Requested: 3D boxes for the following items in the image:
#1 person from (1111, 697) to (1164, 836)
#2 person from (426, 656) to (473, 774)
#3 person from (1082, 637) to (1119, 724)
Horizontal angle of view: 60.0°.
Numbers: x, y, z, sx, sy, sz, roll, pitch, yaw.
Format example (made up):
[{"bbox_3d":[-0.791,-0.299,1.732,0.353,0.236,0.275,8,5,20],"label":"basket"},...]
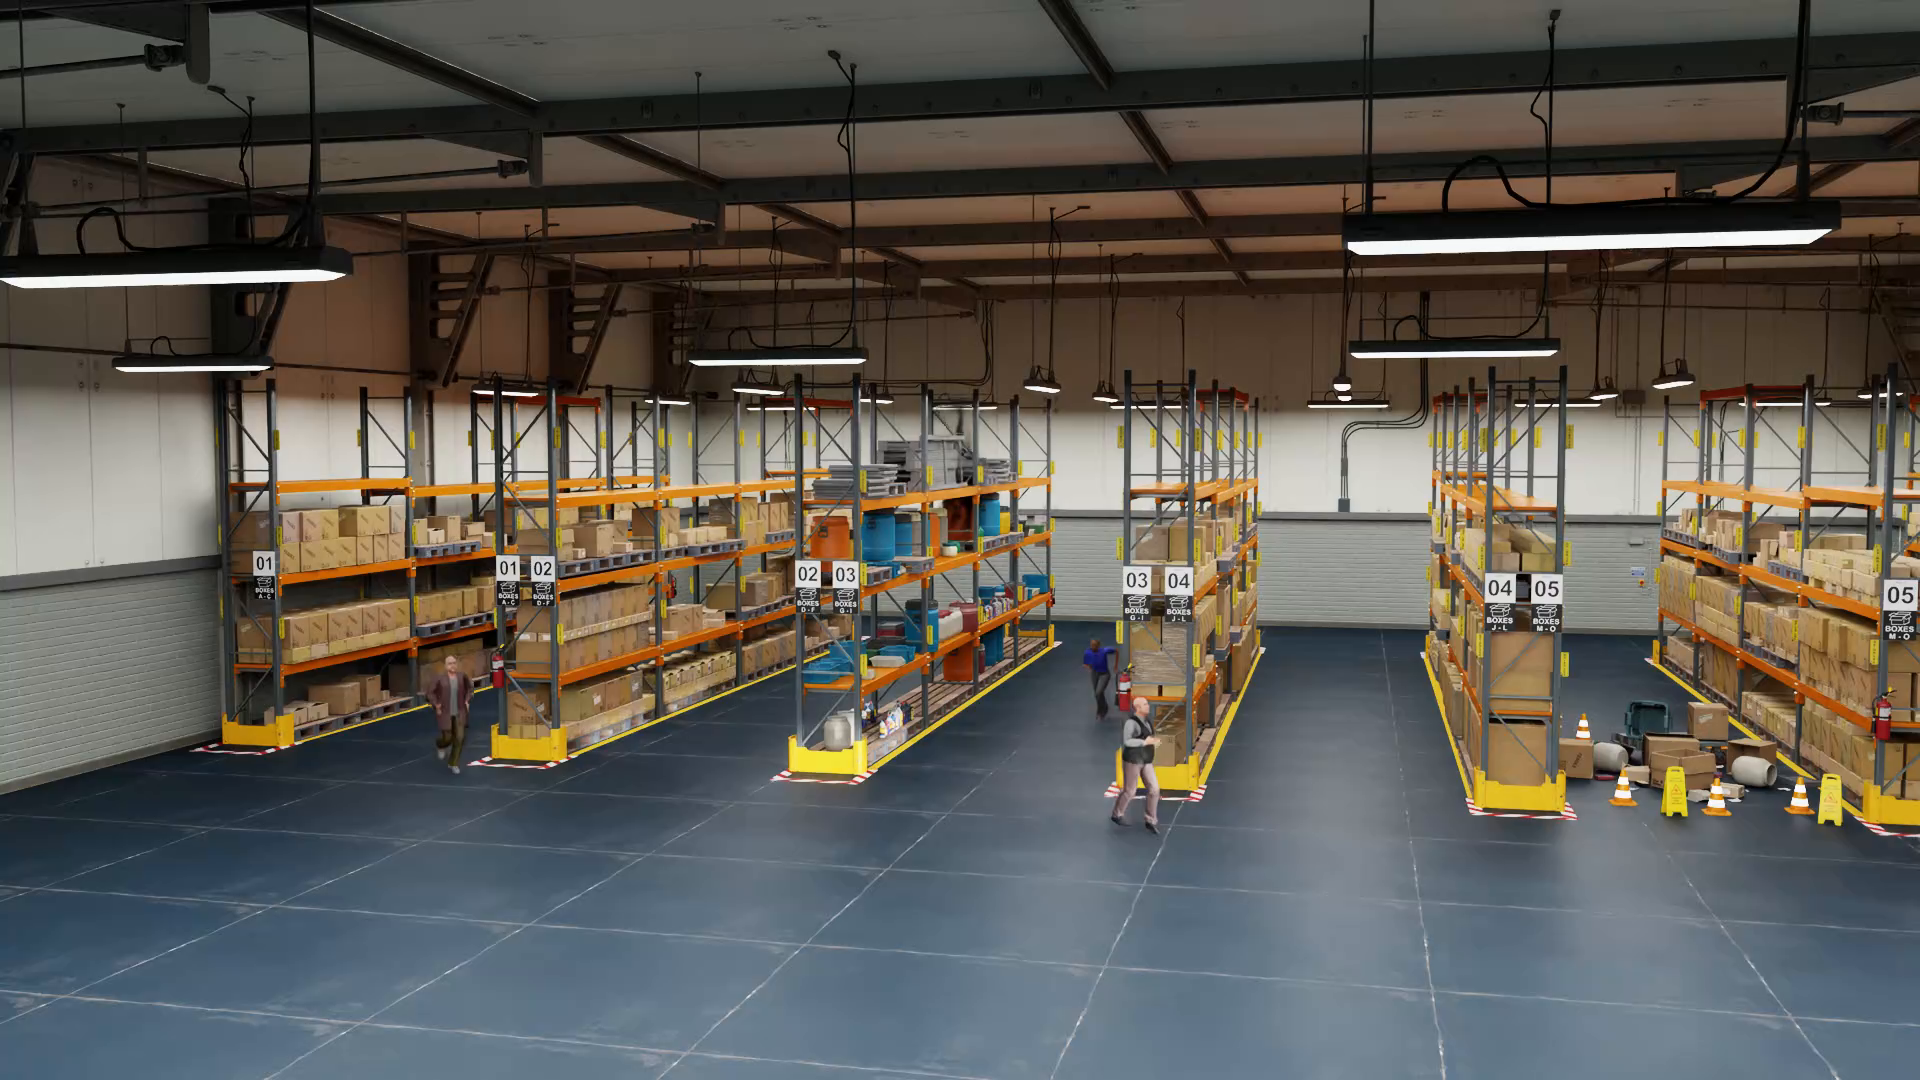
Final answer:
[{"bbox_3d":[2.234,2.884,21.157,0.782,1.790,0.626,3,5,42],"label":"person"},{"bbox_3d":[-7.740,2.641,25.265,0.723,1.766,0.761,-2,4,-34],"label":"person"},{"bbox_3d":[2.518,2.491,29.549,0.614,1.576,0.960,1,4,22],"label":"person"}]
